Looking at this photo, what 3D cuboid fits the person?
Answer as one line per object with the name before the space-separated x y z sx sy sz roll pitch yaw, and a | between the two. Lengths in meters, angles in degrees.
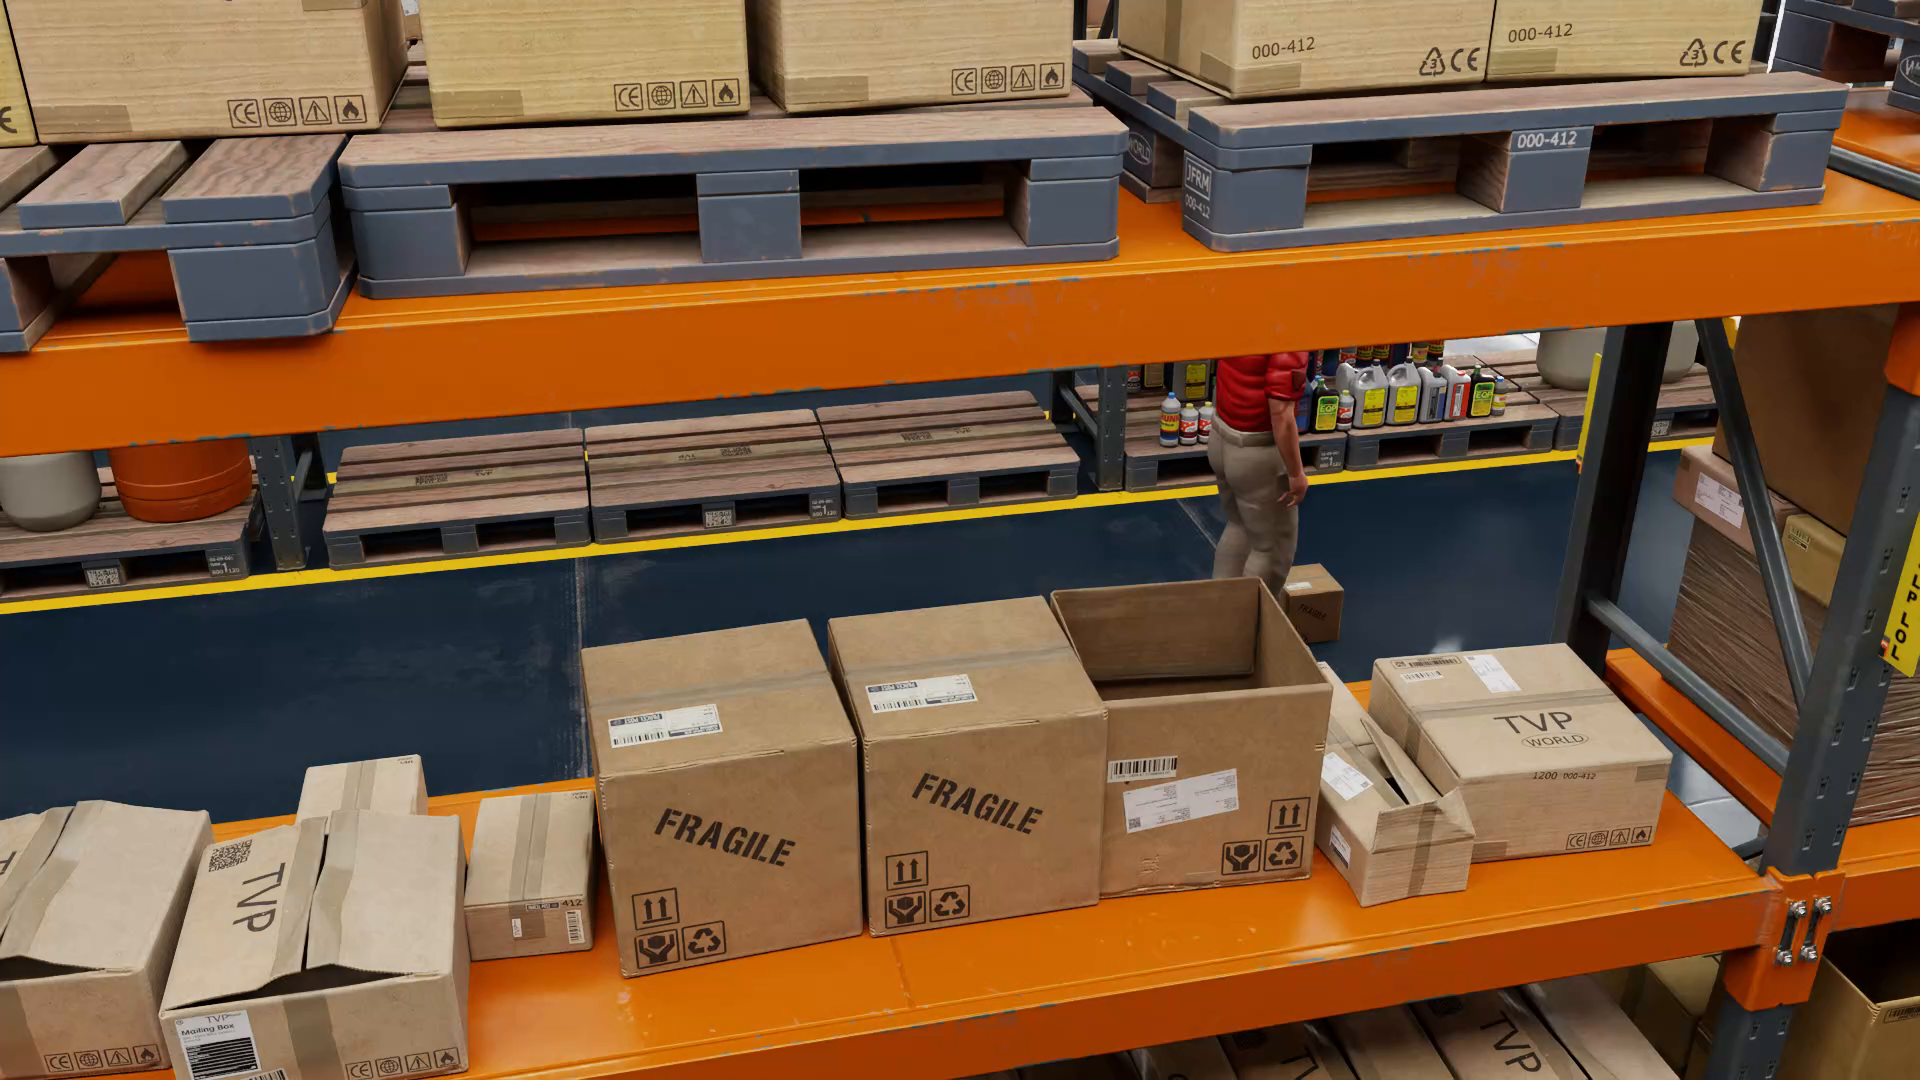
person | 1.242 -0.354 6.839 0.386 1.726 0.593 -6 27 -13
